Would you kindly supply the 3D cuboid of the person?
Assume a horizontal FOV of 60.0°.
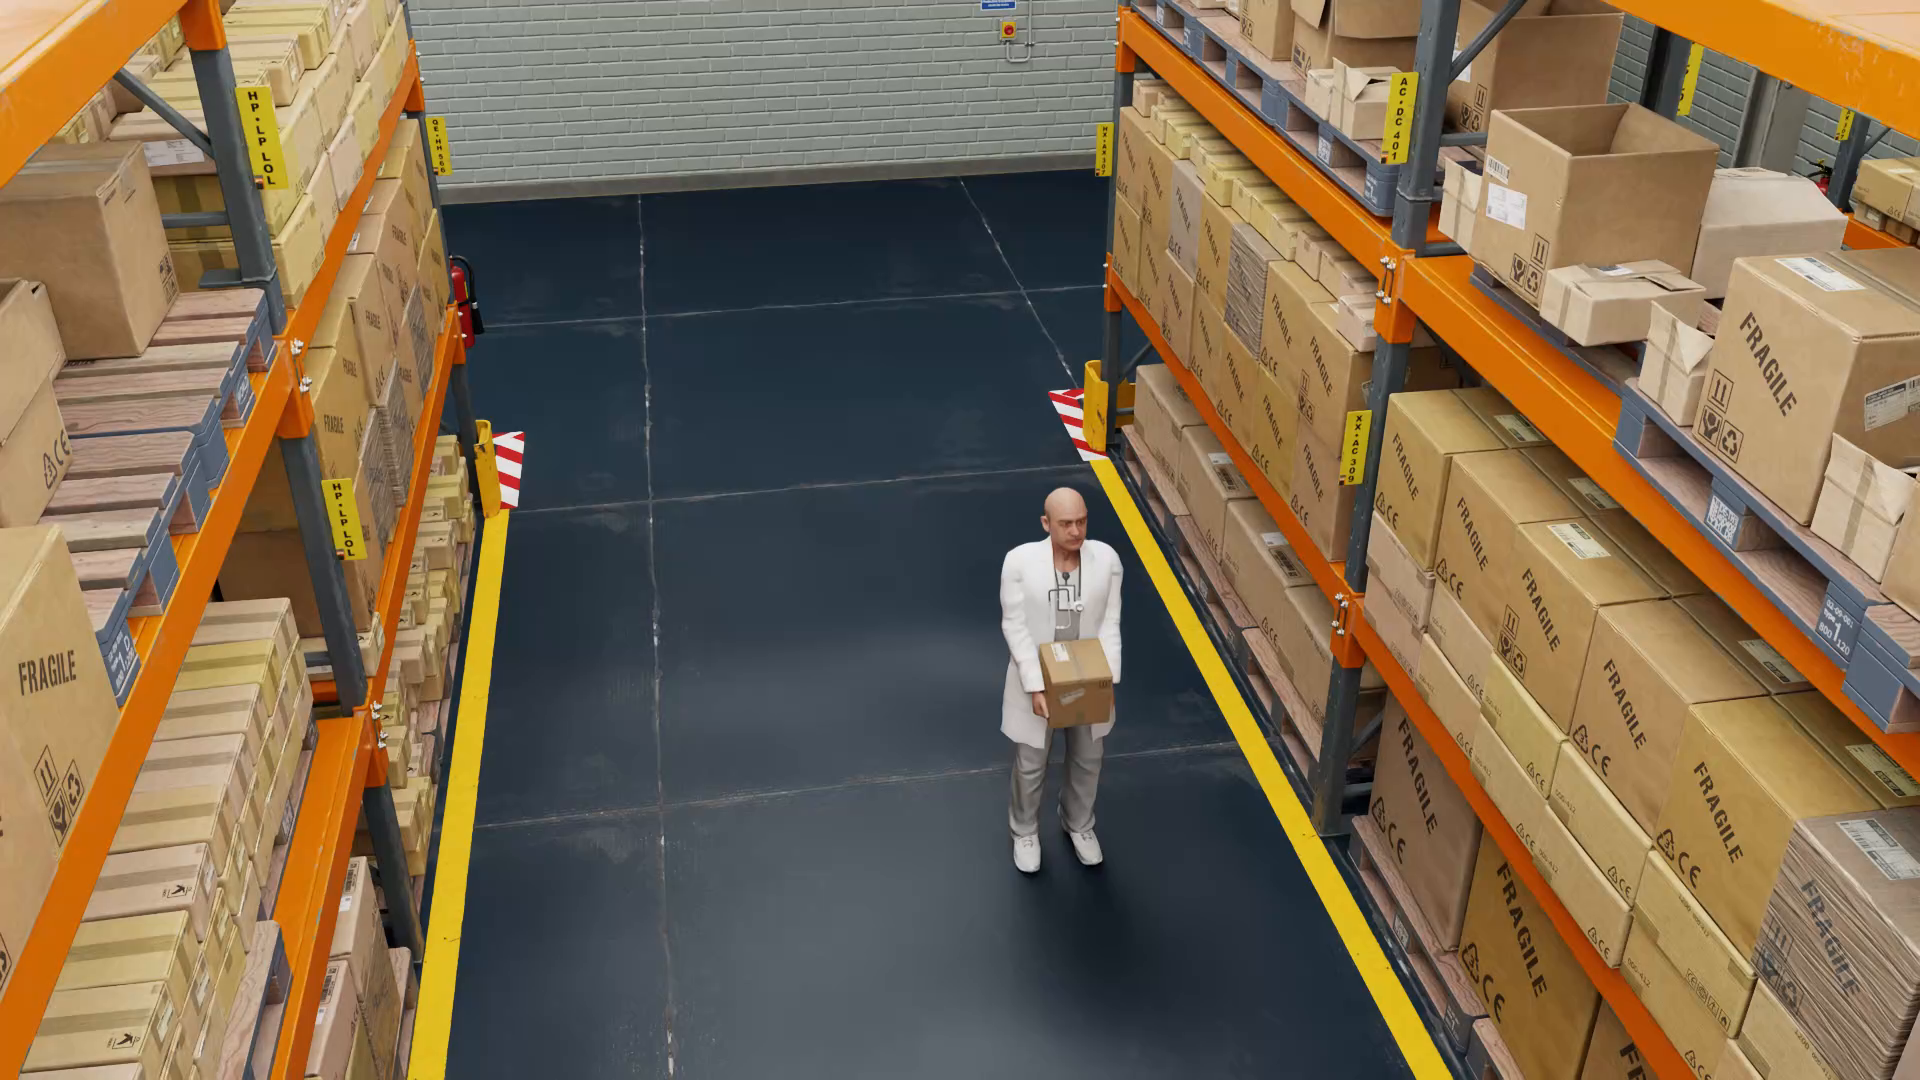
[{"bbox_3d":[0.445,0.653,7.043,0.530,1.769,0.563,-5,31,-9],"label":"person"}]
